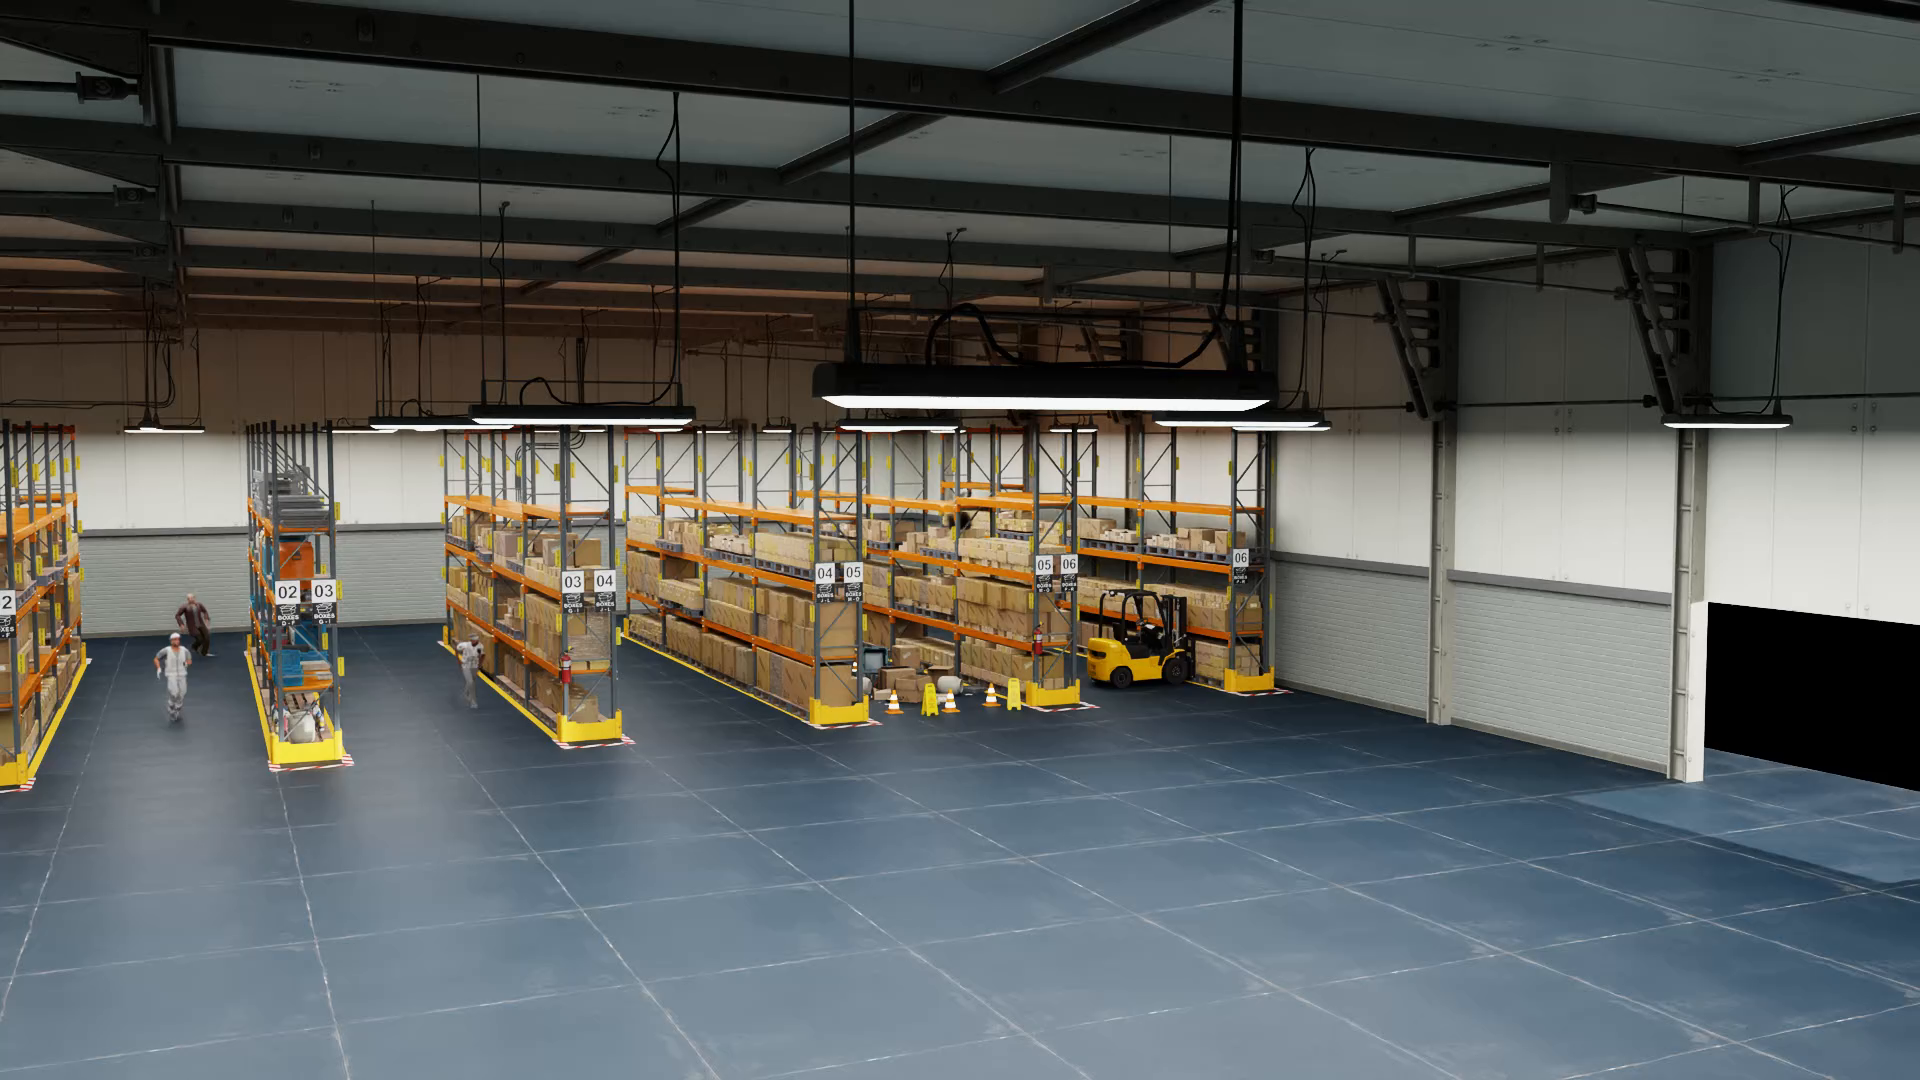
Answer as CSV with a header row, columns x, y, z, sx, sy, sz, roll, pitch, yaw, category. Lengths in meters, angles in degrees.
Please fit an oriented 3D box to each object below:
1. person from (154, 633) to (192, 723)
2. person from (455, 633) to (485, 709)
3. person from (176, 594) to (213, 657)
x,y,z,sx,sy,sz,roll,pitch,yaw,category
-15.674,2.750,33.240,0.650,1.783,0.698,-3,5,-41,person
-10.411,2.751,35.299,0.621,1.635,0.980,-2,4,-27,person
-19.704,2.218,42.776,0.582,1.683,0.792,3,5,38,person
